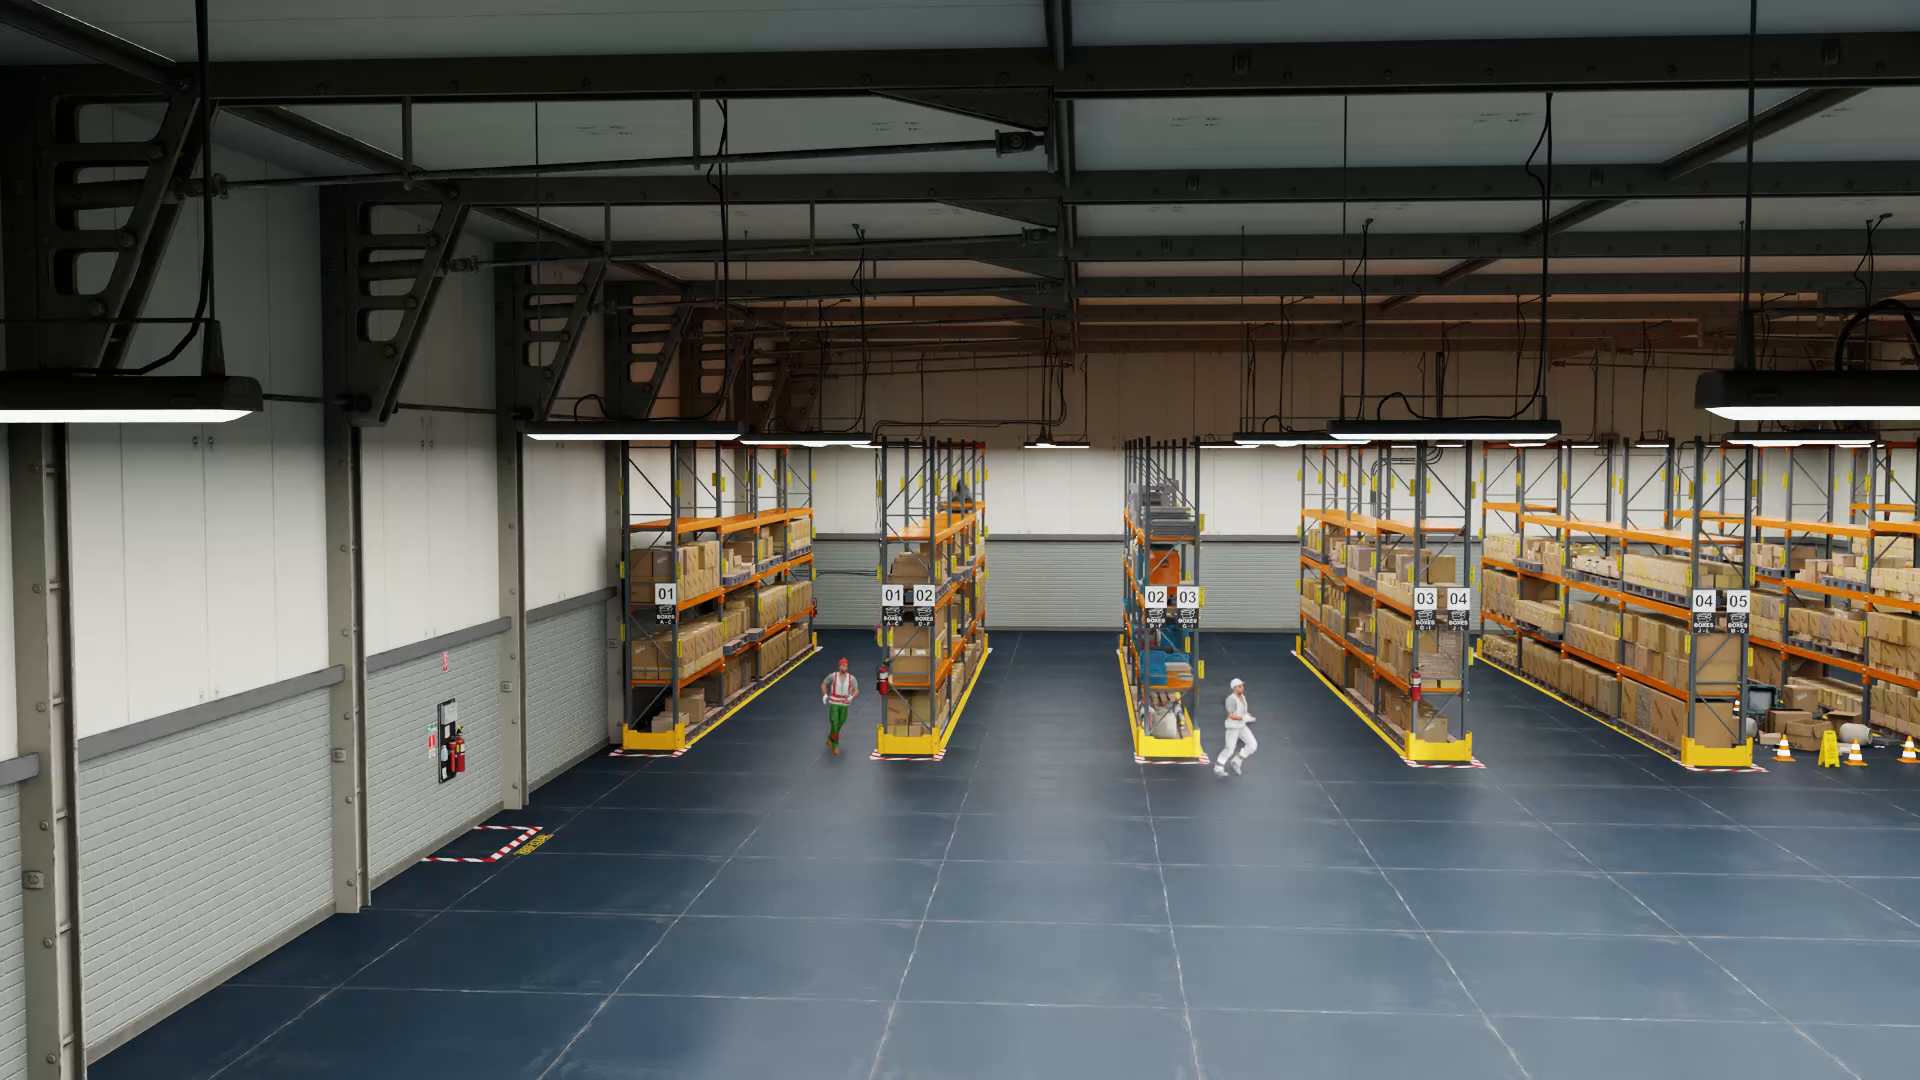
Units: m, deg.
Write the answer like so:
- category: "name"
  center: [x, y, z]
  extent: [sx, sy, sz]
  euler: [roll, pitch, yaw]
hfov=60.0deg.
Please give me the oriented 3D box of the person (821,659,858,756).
- category: "person"
  center: [-2.275, 3.147, 31.661]
  extent: [0.700, 1.780, 0.808]
  euler: [-1, 3, -19]

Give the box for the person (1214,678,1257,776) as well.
- category: "person"
  center: [4.847, 3.271, 29.006]
  extent: [0.833, 1.734, 0.681]
  euler: [3, 4, 43]

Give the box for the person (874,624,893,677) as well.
- category: "person"
  center: [-1.776, 2.666, 41.301]
  extent: [0.708, 1.749, 0.727]
  euler: [0, 3, -5]

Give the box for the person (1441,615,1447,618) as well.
- category: "person"
  center: [13.146, 2.482, 45.610]
  extent: [0.590, 1.639, 0.879]
  euler: [1, 3, 13]
